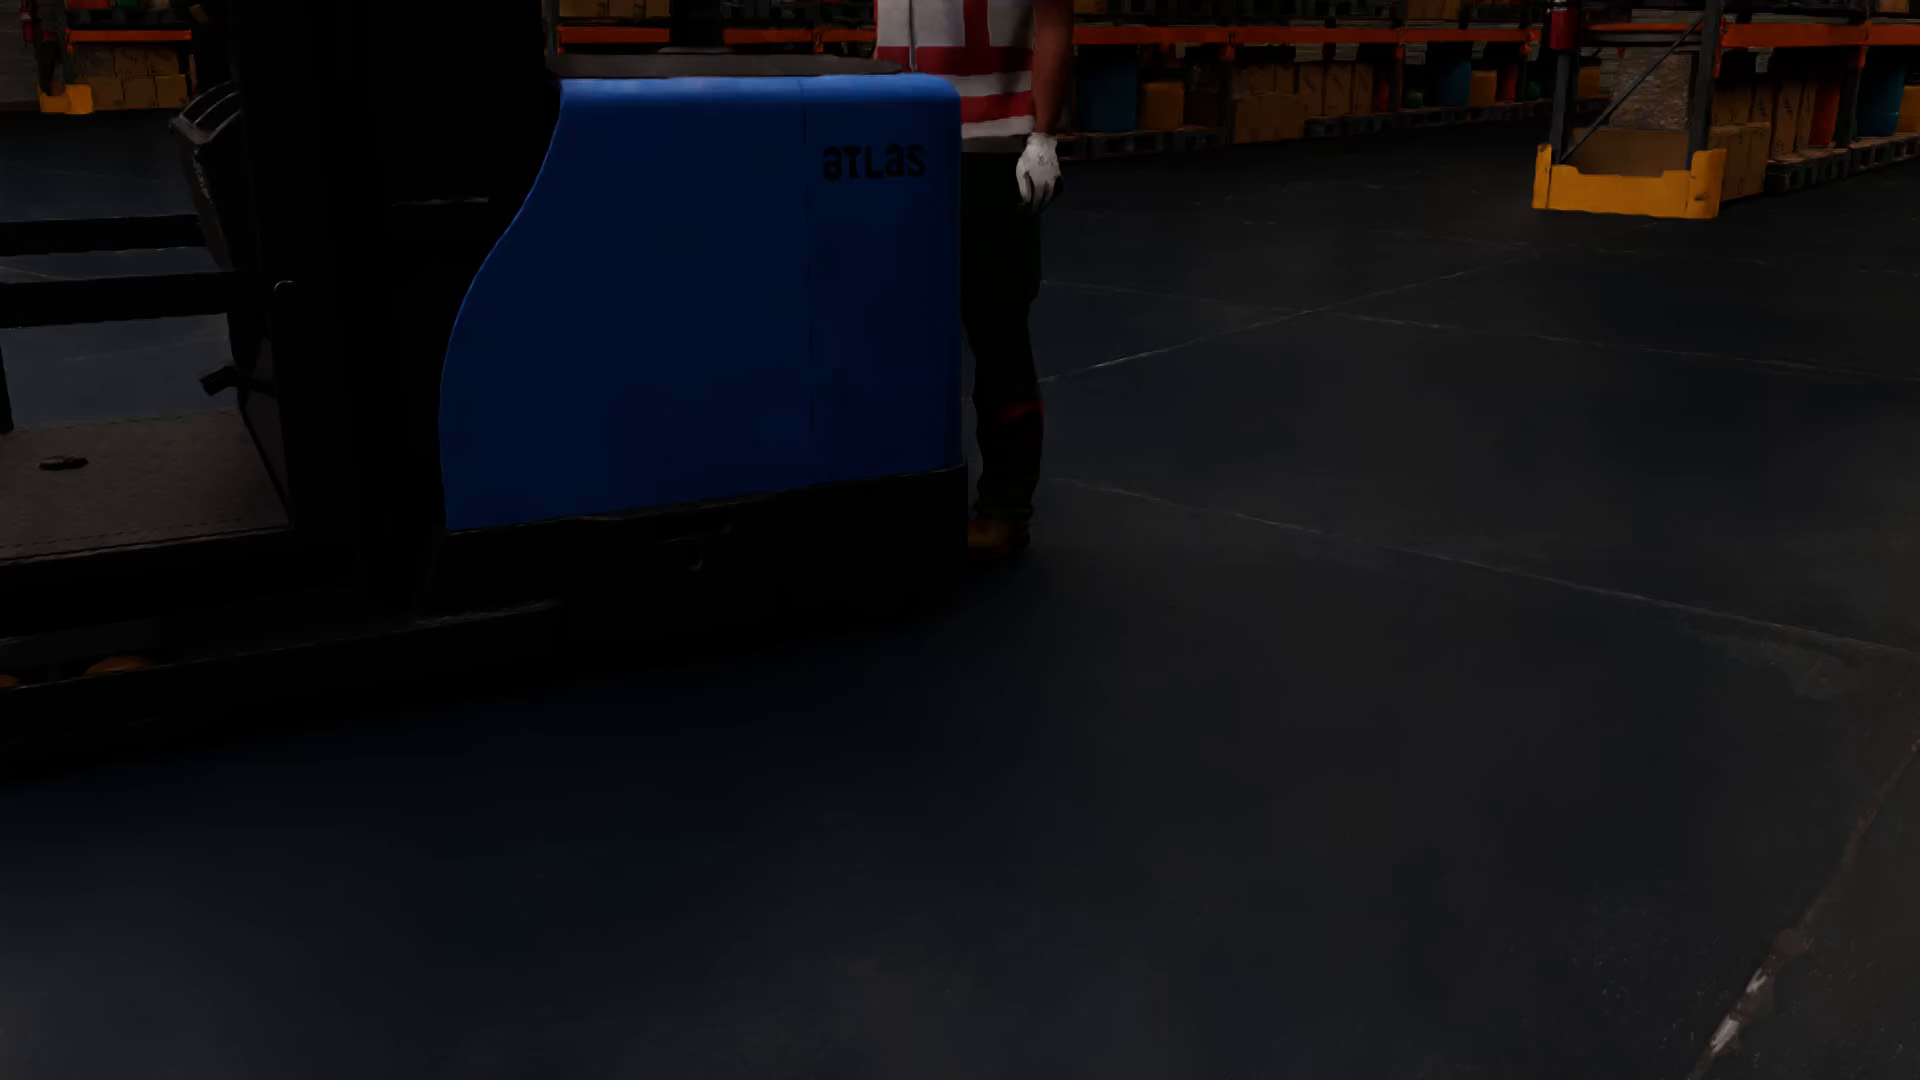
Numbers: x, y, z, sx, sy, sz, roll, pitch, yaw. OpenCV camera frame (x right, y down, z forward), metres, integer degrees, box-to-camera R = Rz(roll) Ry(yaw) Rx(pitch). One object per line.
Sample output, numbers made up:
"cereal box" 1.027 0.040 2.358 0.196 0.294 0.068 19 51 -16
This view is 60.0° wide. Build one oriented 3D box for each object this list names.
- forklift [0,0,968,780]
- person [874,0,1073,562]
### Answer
"forklift" -1.534 -1.191 2.821 3.031 2.935 1.130 -8 19 -26
"person" -0.012 -0.852 3.666 0.540 1.795 0.349 13 21 37
